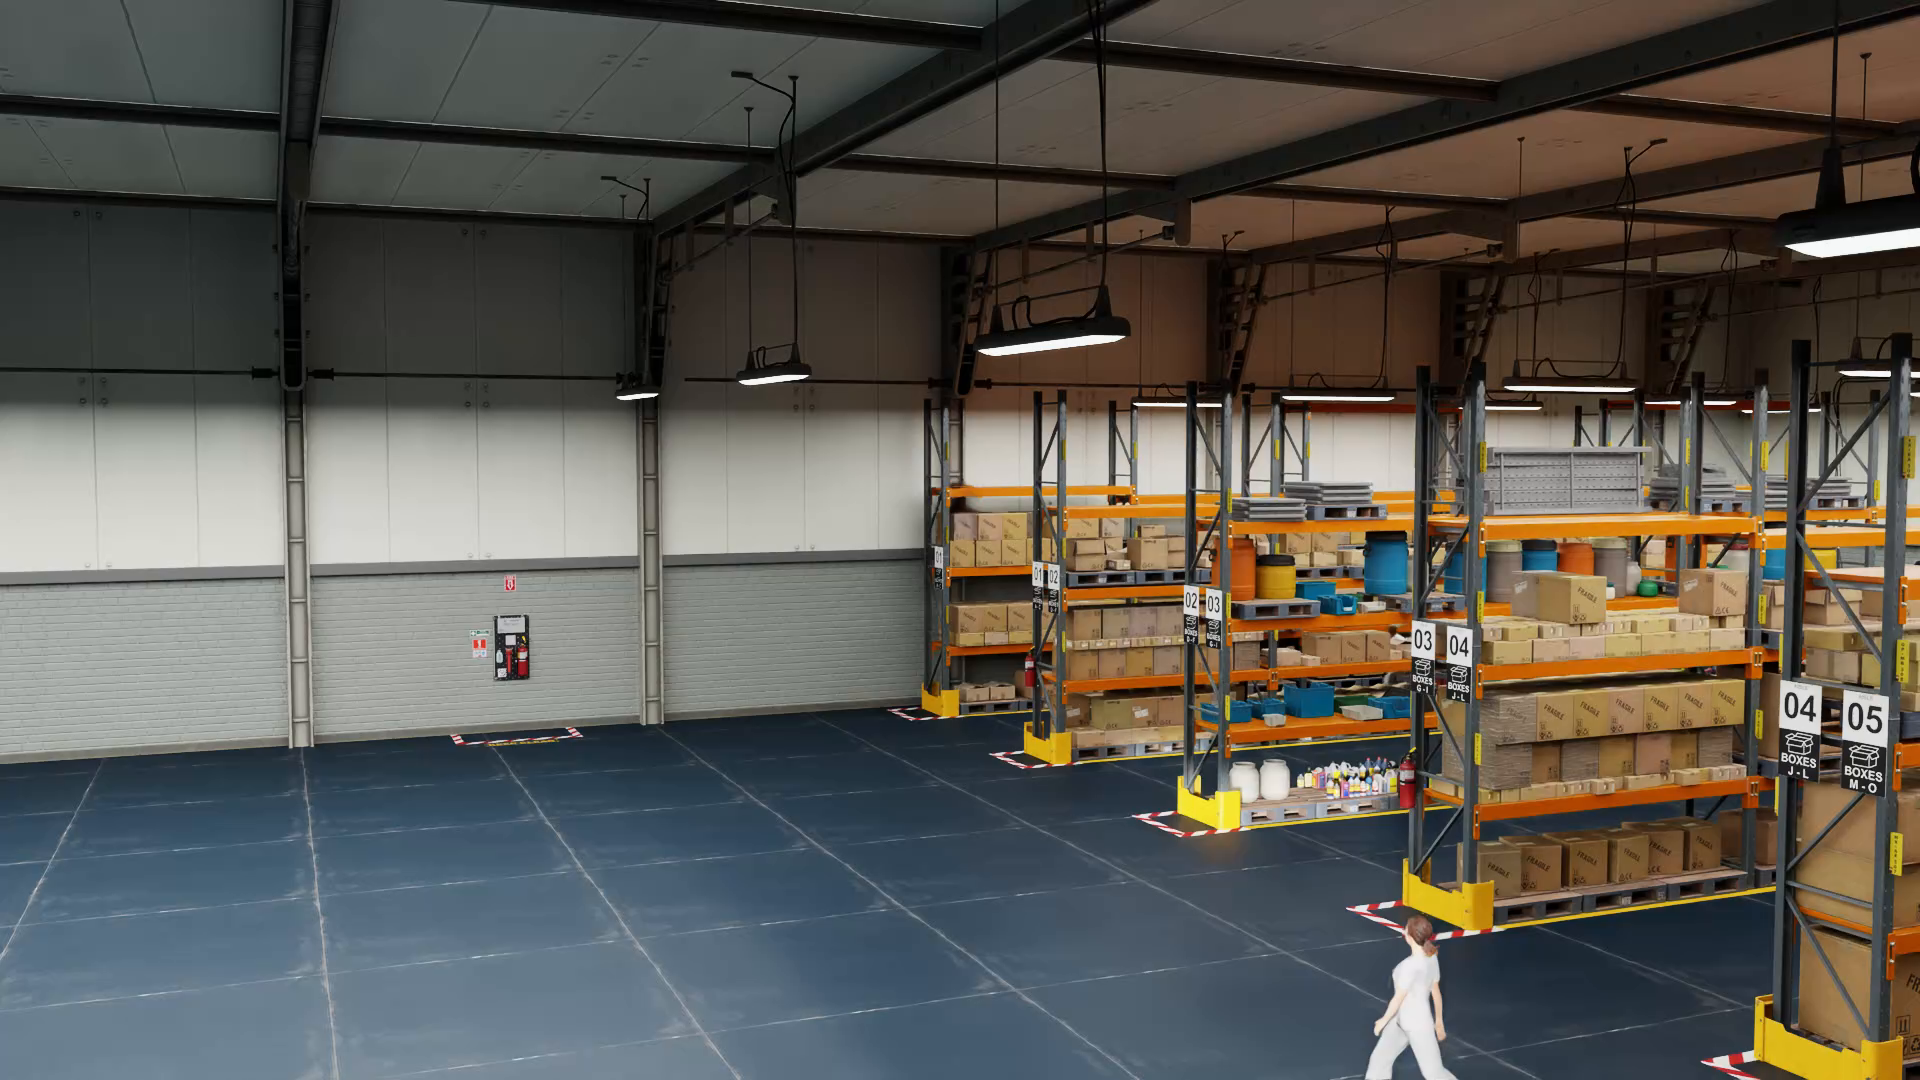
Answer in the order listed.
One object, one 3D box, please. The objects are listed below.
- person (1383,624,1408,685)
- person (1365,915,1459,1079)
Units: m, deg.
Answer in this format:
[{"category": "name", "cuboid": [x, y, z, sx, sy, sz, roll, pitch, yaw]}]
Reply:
[{"category": "person", "cuboid": [8.330, 2.405, 32.229, 1.054, 1.722, 0.660, -1, 4, -23]}, {"category": "person", "cuboid": [3.402, 3.611, 12.458, 1.063, 1.621, 0.404, 0, 3, 3]}]
